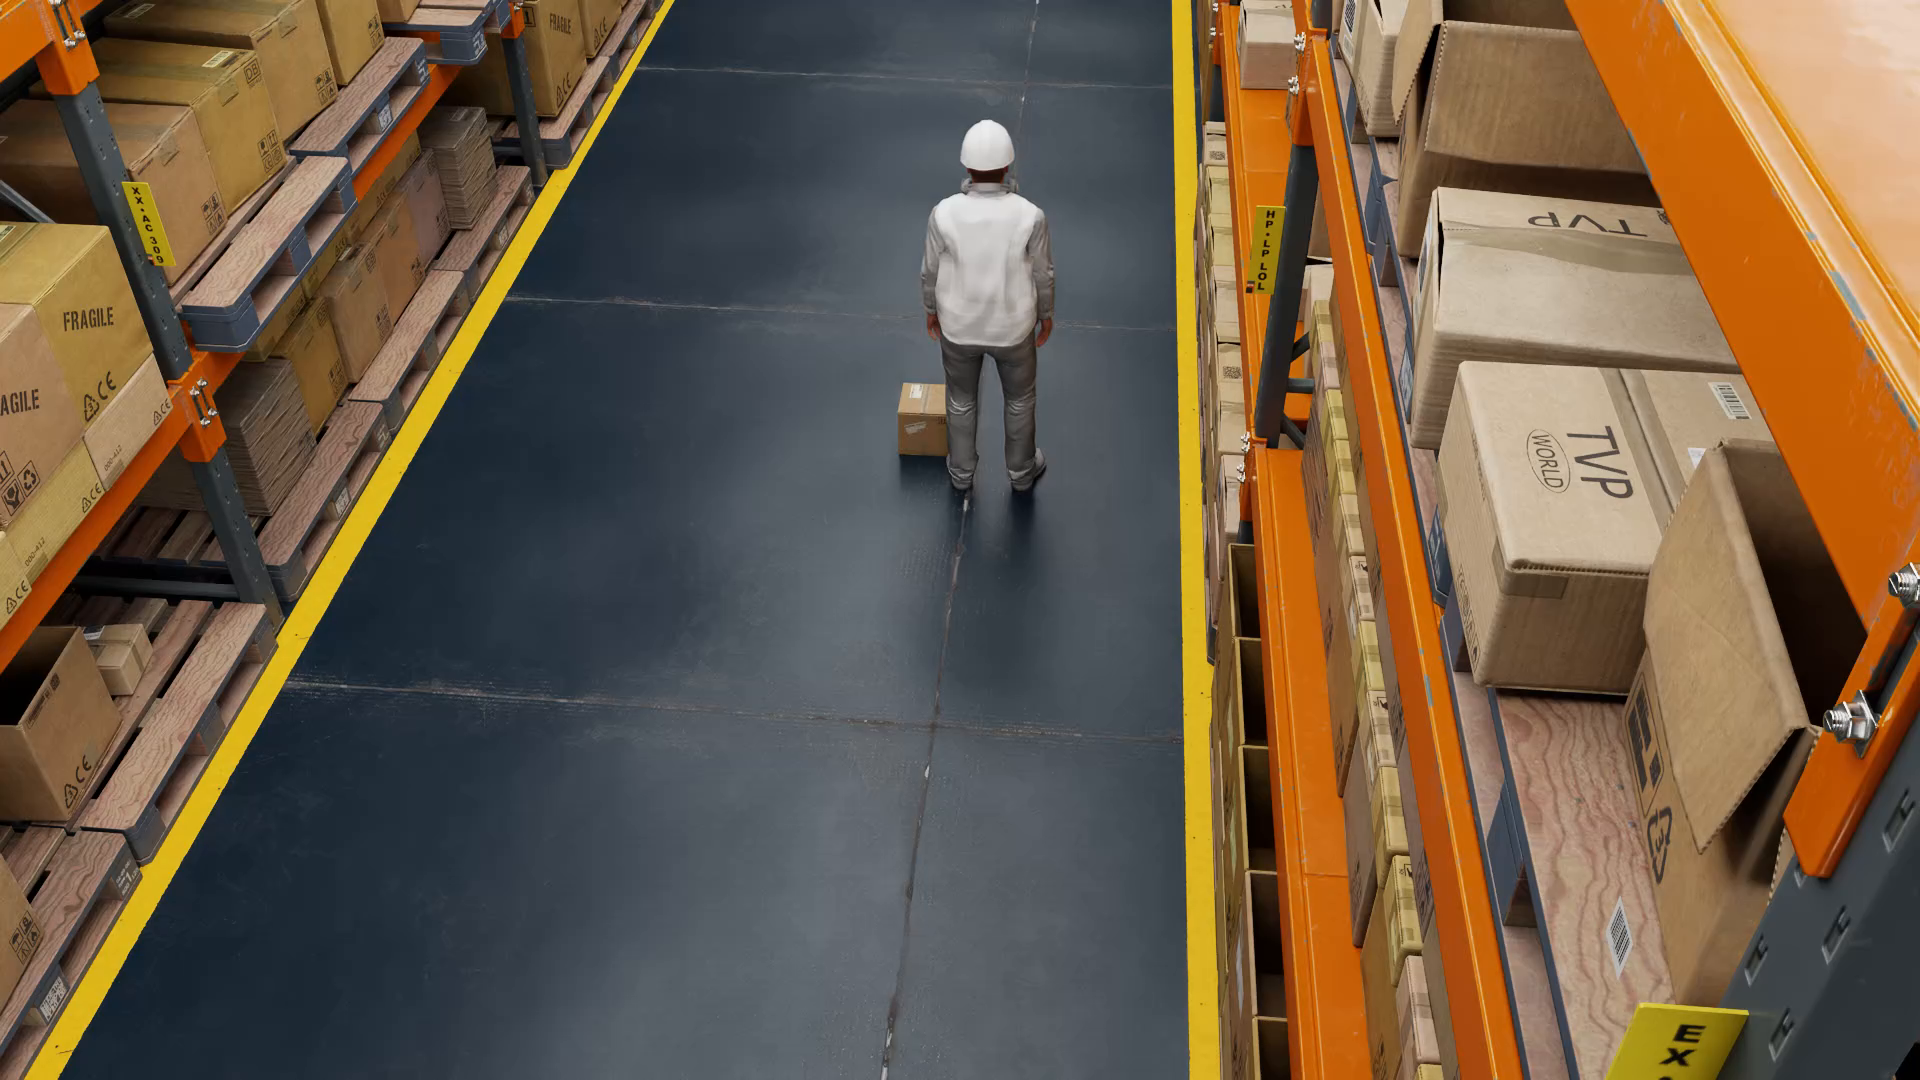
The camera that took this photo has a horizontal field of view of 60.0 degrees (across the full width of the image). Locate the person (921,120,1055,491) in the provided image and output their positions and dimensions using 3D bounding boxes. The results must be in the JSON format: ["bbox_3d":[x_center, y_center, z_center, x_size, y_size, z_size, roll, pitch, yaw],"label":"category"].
[{"bbox_3d":[0.125,-0.981,7.314,0.580,1.769,0.460,4,40,4],"label":"person"}]
